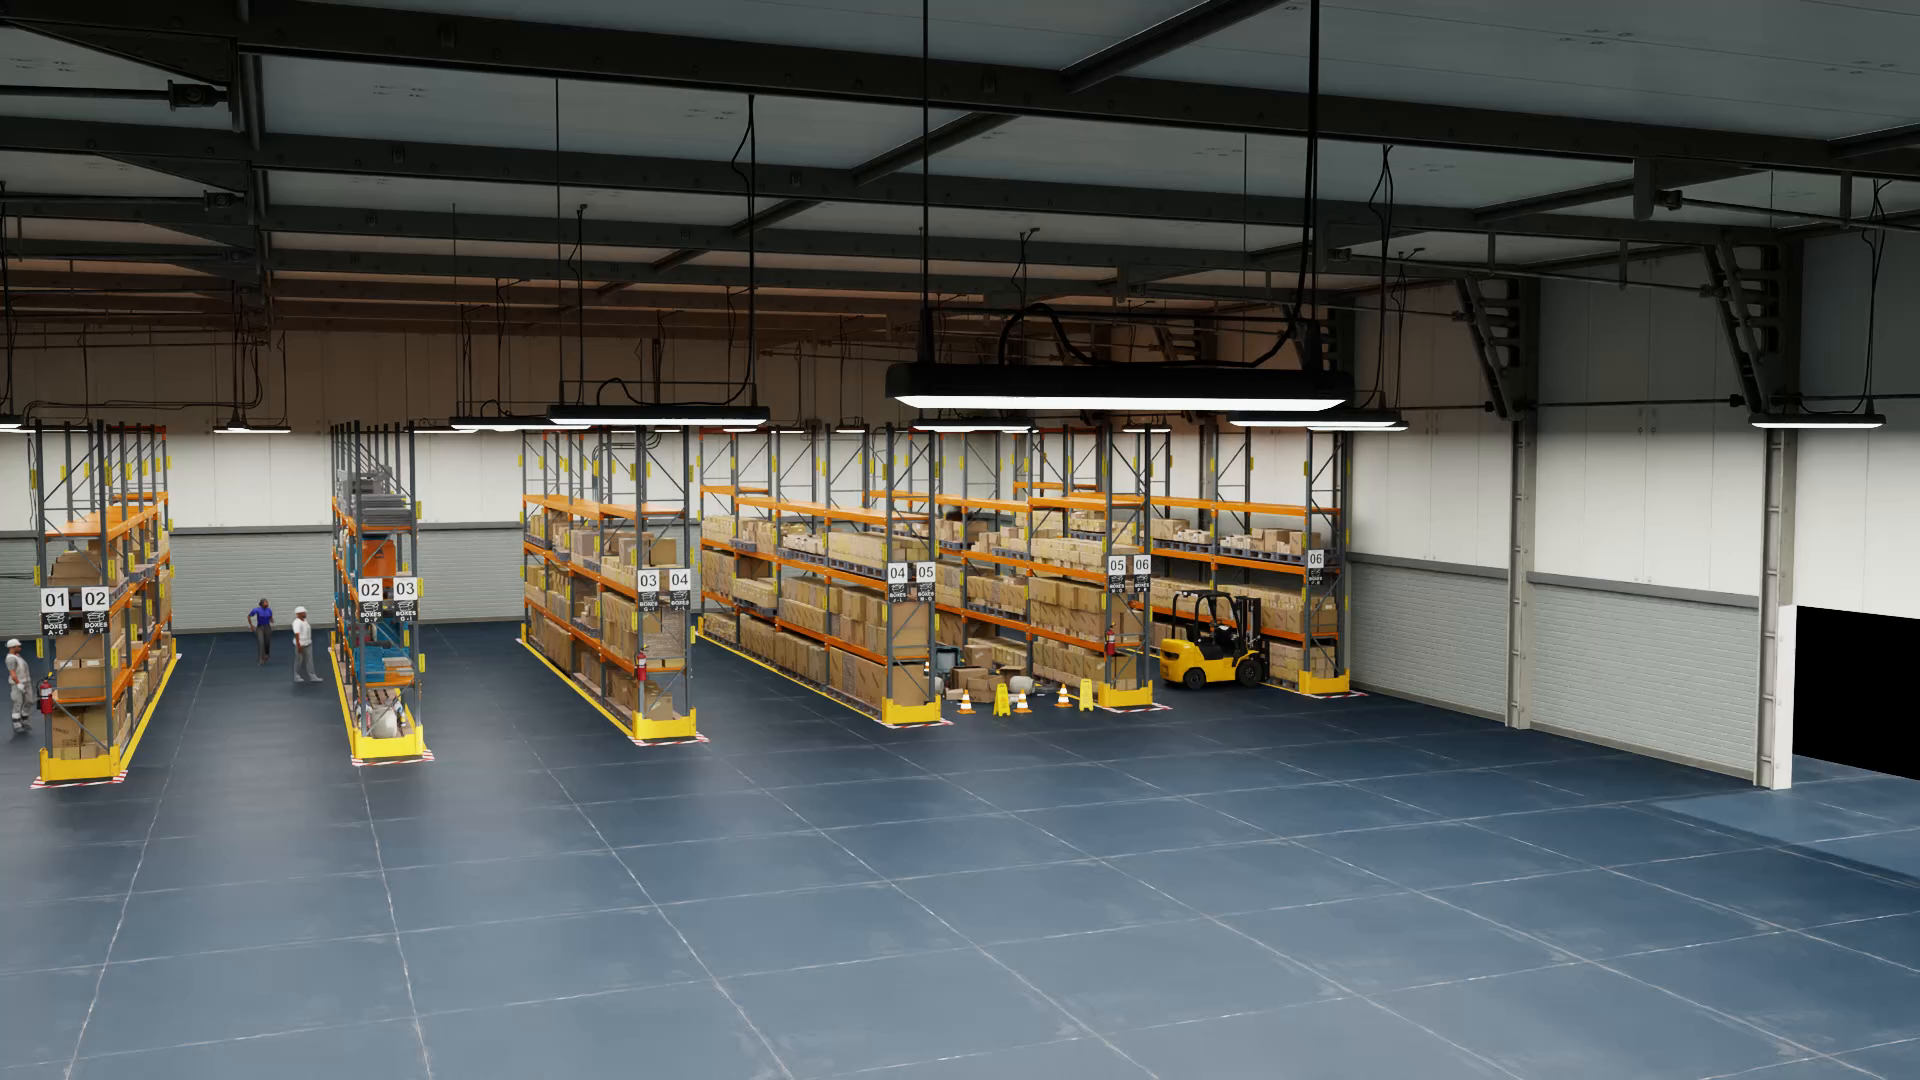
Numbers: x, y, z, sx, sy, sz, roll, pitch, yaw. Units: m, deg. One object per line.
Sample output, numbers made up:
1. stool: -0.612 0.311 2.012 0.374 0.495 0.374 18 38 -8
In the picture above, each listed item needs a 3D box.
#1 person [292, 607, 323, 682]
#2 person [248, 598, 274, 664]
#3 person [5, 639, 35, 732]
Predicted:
1. person: -15.214 2.429 38.621 0.683 1.759 0.563 1 4 19
2. person: -17.582 2.266 41.819 0.608 1.609 1.006 -1 4 -22
3. person: -18.205 2.829 32.254 0.551 1.832 0.641 1 4 8
